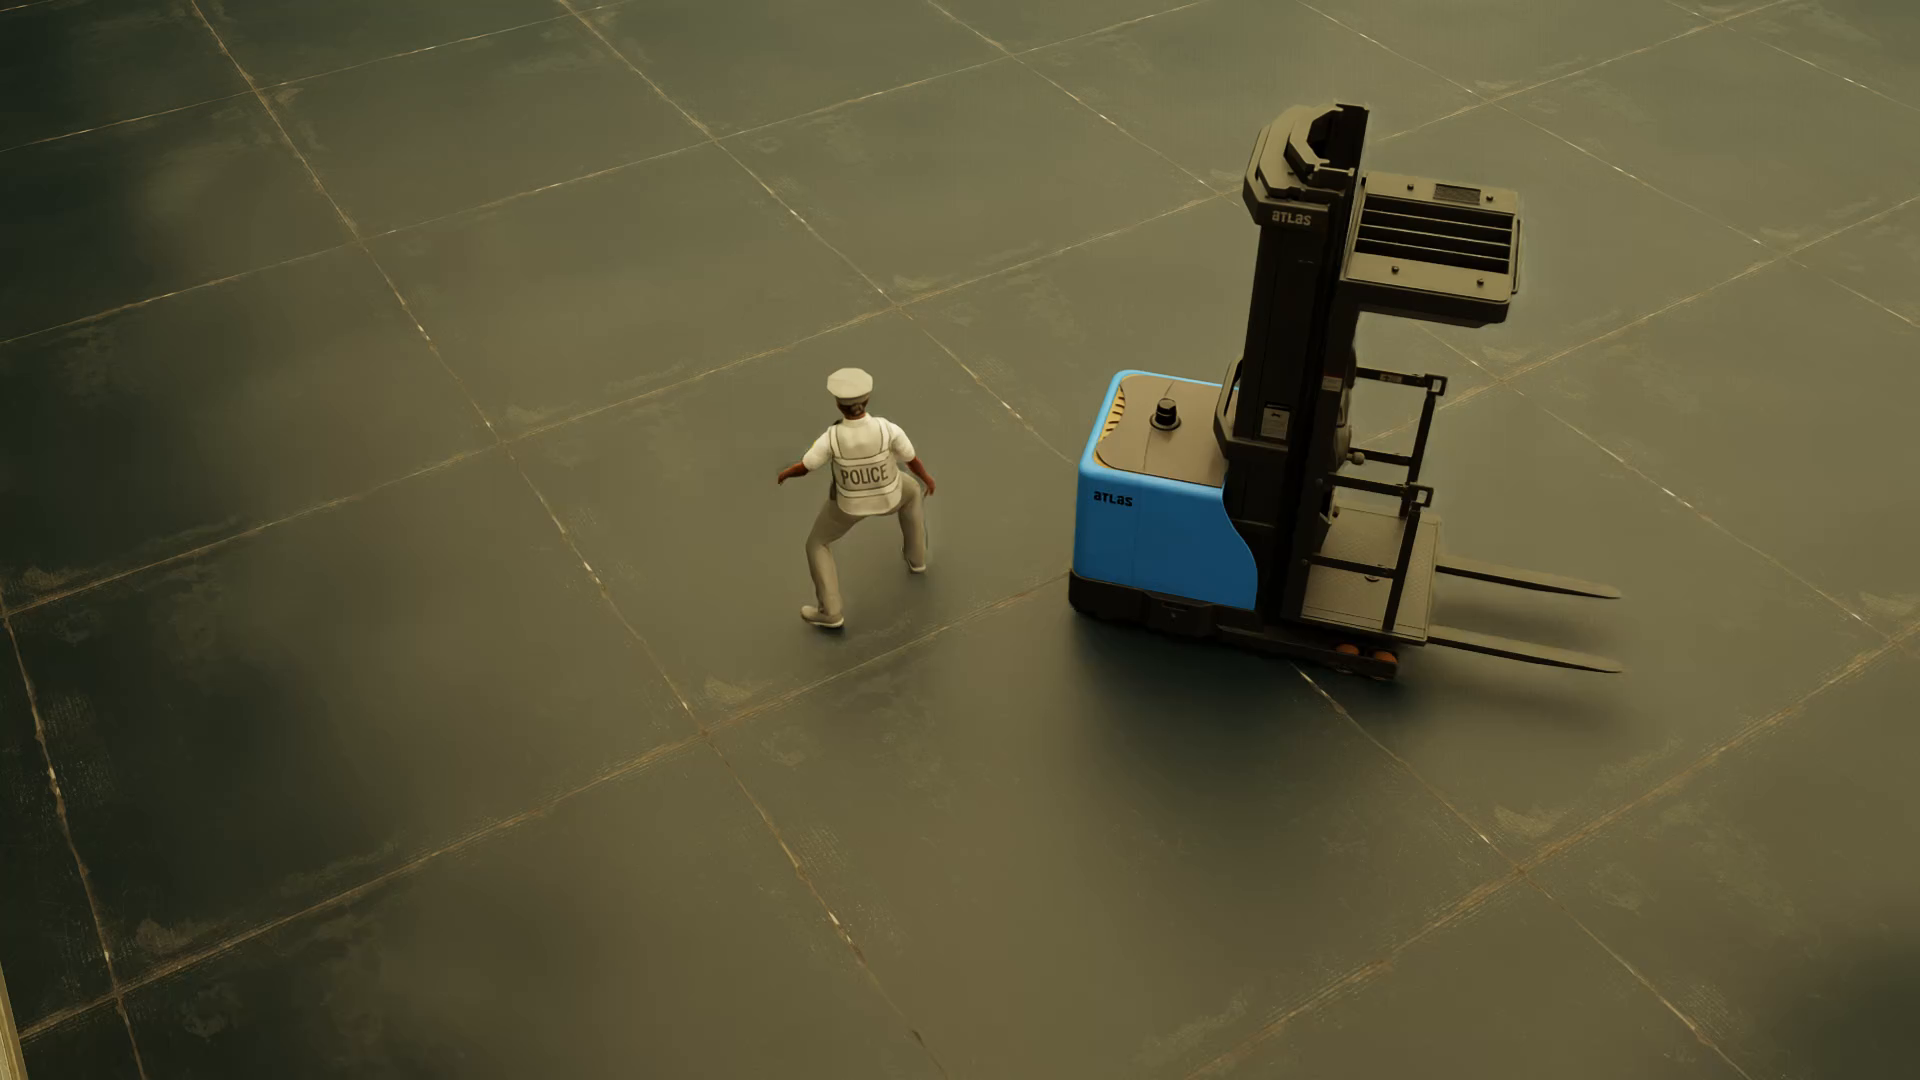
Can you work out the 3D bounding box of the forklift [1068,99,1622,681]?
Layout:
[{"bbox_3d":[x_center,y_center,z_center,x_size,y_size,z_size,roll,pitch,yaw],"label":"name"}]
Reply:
[{"bbox_3d":[2.202,-0.717,8.691,3.031,2.935,1.130,11,42,12],"label":"forklift"}]

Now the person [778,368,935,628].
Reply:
[{"bbox_3d":[-0.568,-0.274,9.278,0.877,1.546,0.654,-6,41,-6],"label":"person"}]
